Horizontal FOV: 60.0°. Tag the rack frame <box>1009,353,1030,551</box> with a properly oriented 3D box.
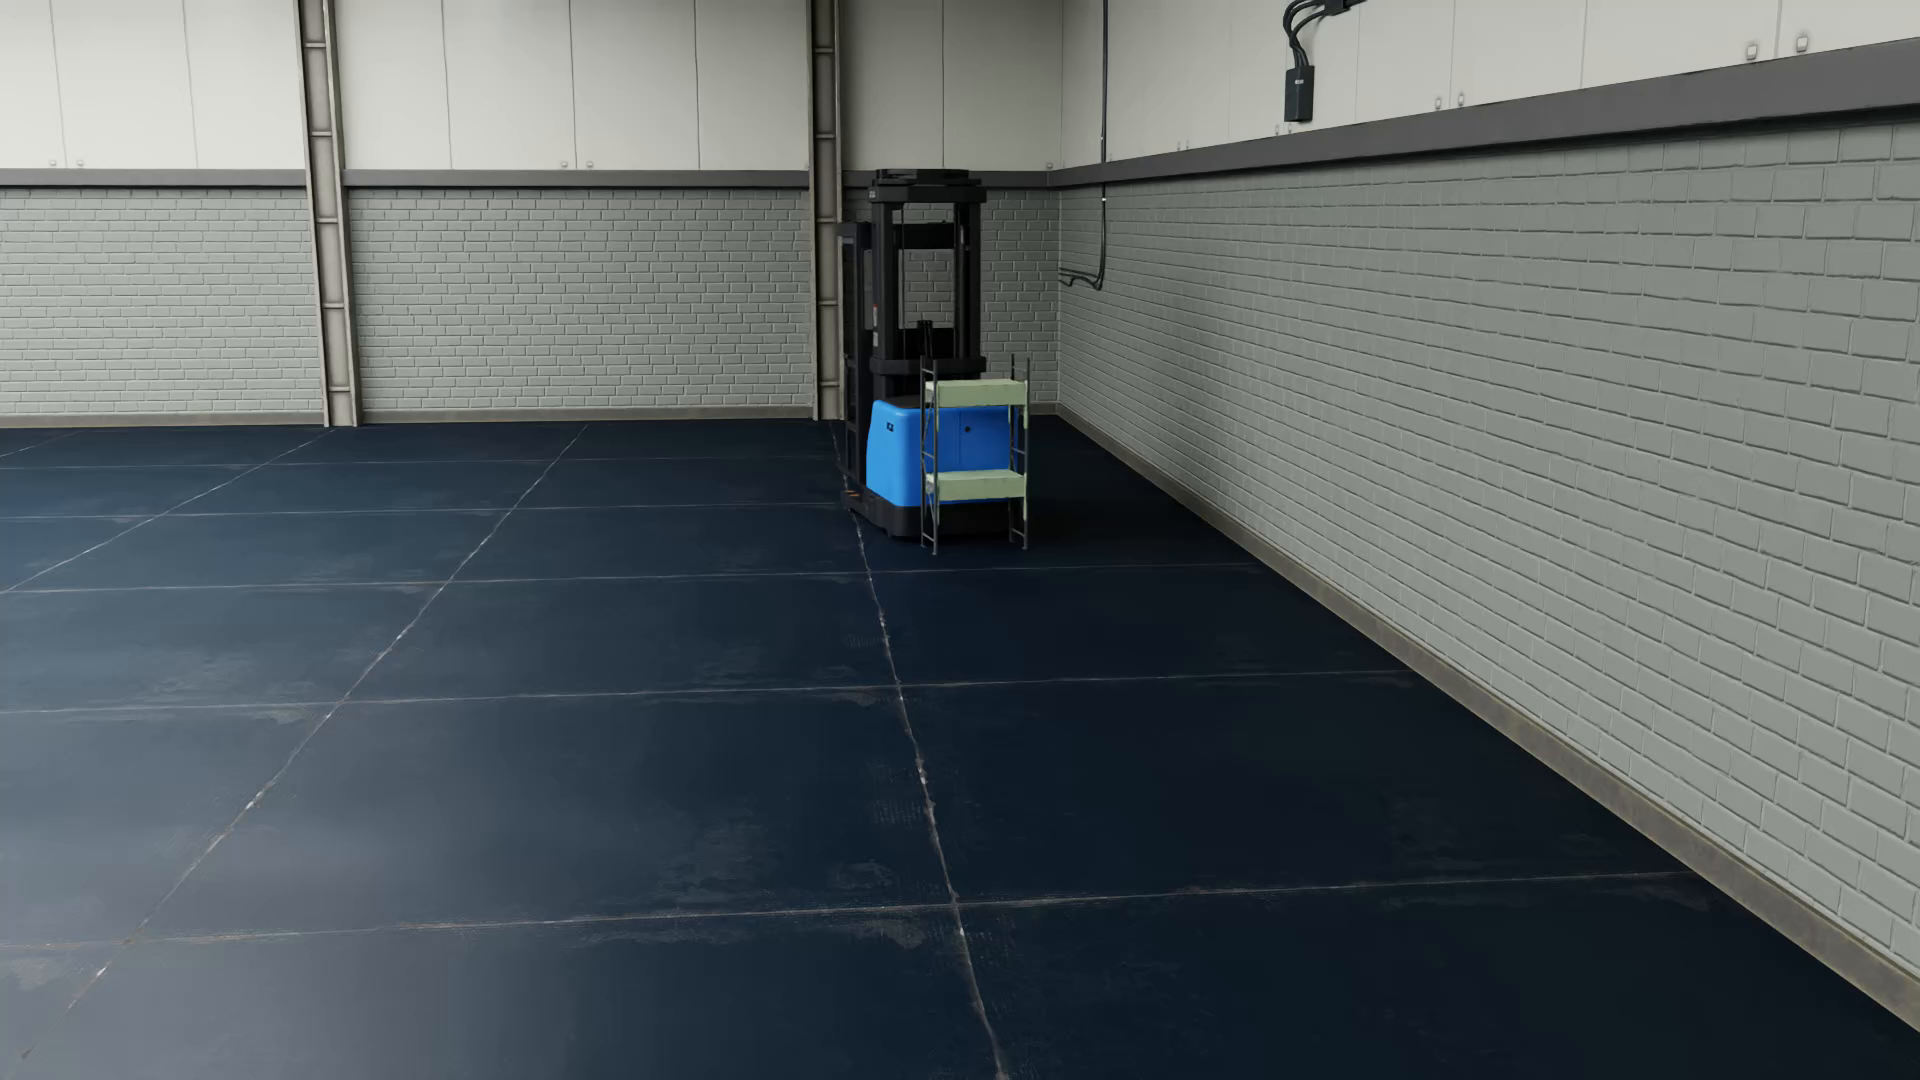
[{"bbox_3d":[0.464,-0.691,12.996,0.023,1.500,0.400,-3,12,-16],"label":"rack frame"}]

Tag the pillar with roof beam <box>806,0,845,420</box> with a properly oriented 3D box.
[{"bbox_3d":[-1.211,-5.142,16.196,0.400,9.000,9.100,-1,11,-6],"label":"pillar with roof beam"}]

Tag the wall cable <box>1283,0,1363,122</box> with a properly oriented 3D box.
[{"bbox_3d":[2.406,-5.623,9.827,0.169,6.003,2.305,-1,11,-6],"label":"wall cable"}]

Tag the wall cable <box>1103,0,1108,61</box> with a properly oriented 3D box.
[{"bbox_3d":[1.688,-6.211,16.591,0.112,2.526,3.097,-1,11,-6],"label":"wall cable"}]

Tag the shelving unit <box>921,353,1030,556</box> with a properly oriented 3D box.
[{"bbox_3d":[0.113,-0.671,12.892,0.755,1.500,0.431,-3,12,-16],"label":"shelving unit"}]

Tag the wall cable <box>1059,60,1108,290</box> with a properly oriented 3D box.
[{"bbox_3d":[1.396,-4.252,19.717,0.112,2.526,3.097,-1,11,-6],"label":"wall cable"}]

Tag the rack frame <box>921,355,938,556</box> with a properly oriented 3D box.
[{"bbox_3d":[-0.237,-0.651,12.788,0.023,1.500,0.400,-3,12,-16],"label":"rack frame"}]

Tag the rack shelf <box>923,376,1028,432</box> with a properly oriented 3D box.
[{"bbox_3d":[0.113,-1.054,12.816,0.720,0.370,0.431,-3,12,-16],"label":"rack shelf"}]

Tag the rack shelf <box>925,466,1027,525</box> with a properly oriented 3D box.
[{"bbox_3d":[0.113,-0.351,12.955,0.720,0.370,0.431,-3,12,-16],"label":"rack shelf"}]

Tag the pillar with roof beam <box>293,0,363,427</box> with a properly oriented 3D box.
[{"bbox_3d":[-7.175,-5.017,15.560,0.400,9.000,9.100,-1,11,-6],"label":"pillar with roof beam"}]

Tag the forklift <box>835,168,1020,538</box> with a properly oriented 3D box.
[{"bbox_3d":[-0.432,-1.696,14.398,1.130,2.935,3.031,-3,12,-16],"label":"forklift"}]
